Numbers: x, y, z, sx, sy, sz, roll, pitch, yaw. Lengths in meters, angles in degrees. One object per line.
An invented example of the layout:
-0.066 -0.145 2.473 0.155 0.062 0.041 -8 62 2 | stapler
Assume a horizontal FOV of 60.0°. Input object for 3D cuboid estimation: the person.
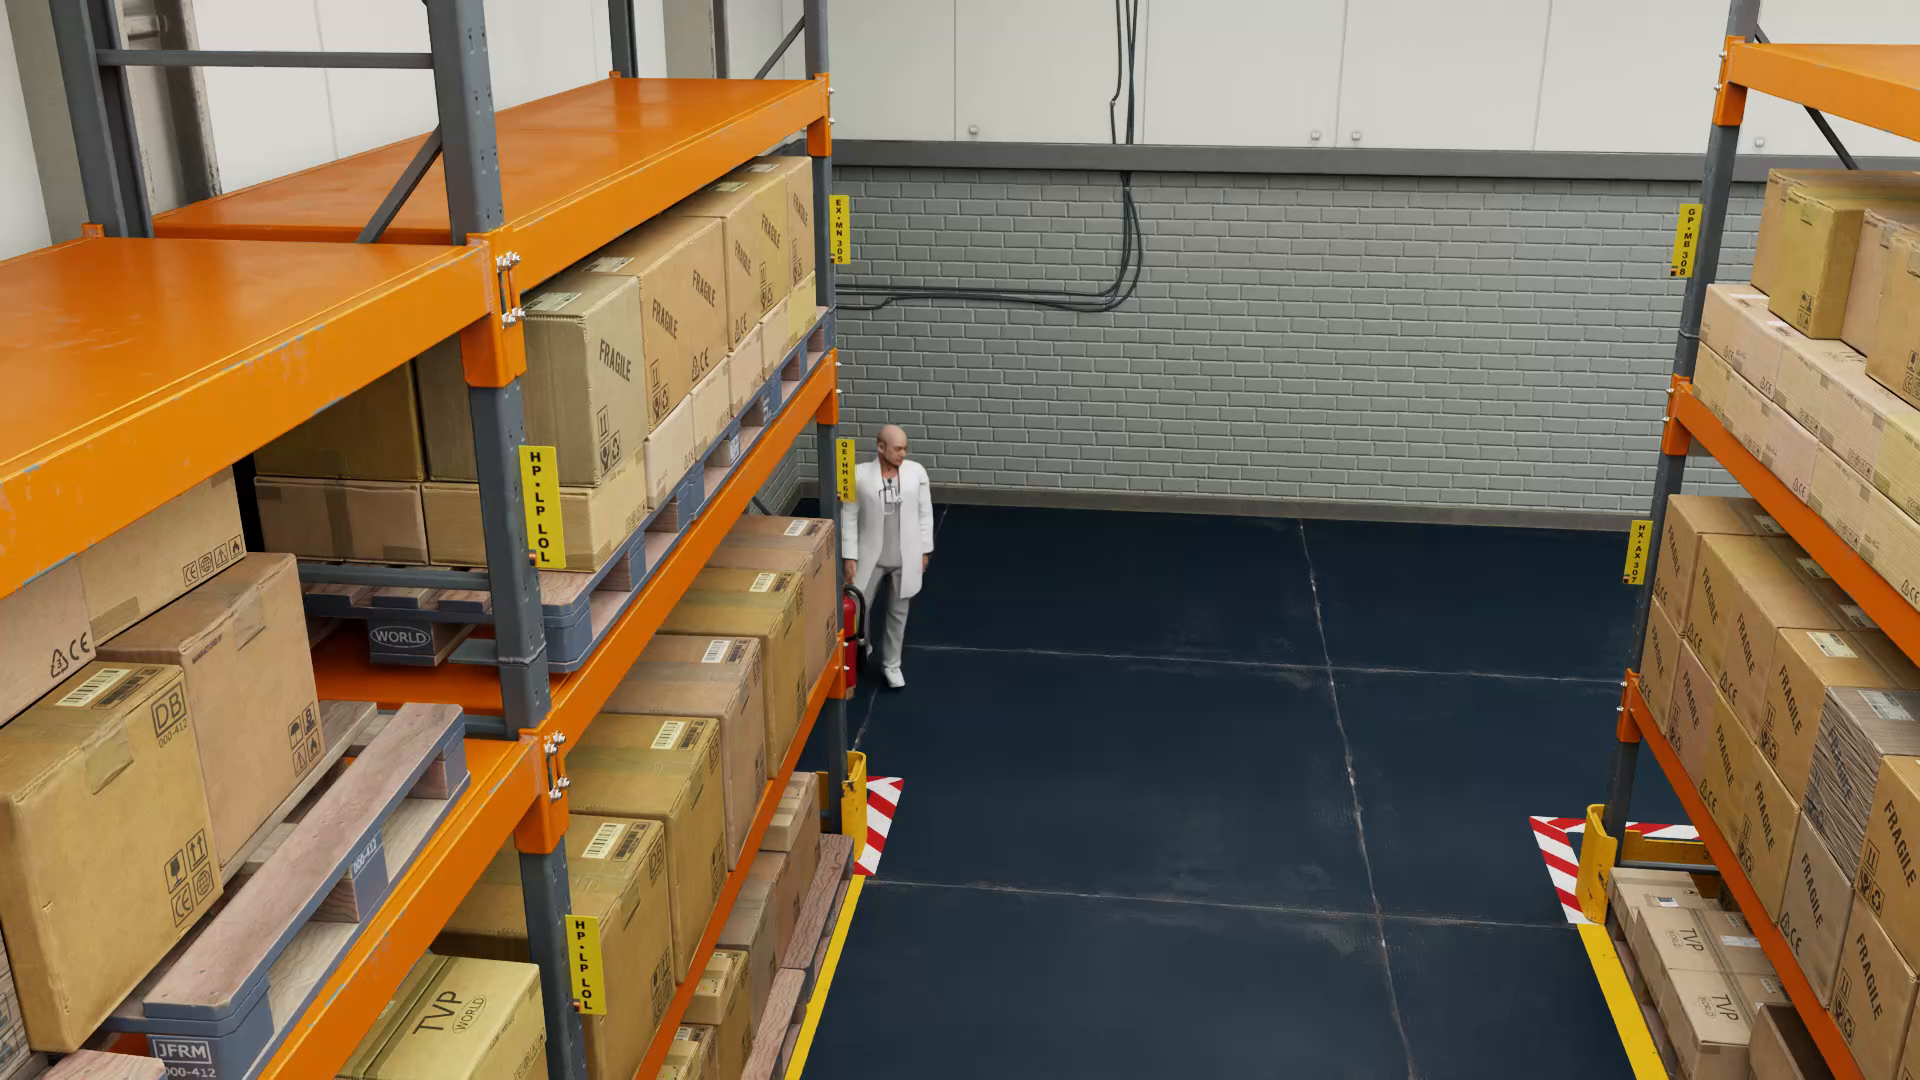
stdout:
-0.543 0.098 10.793 0.752 1.771 0.501 -3 21 -8 | person
